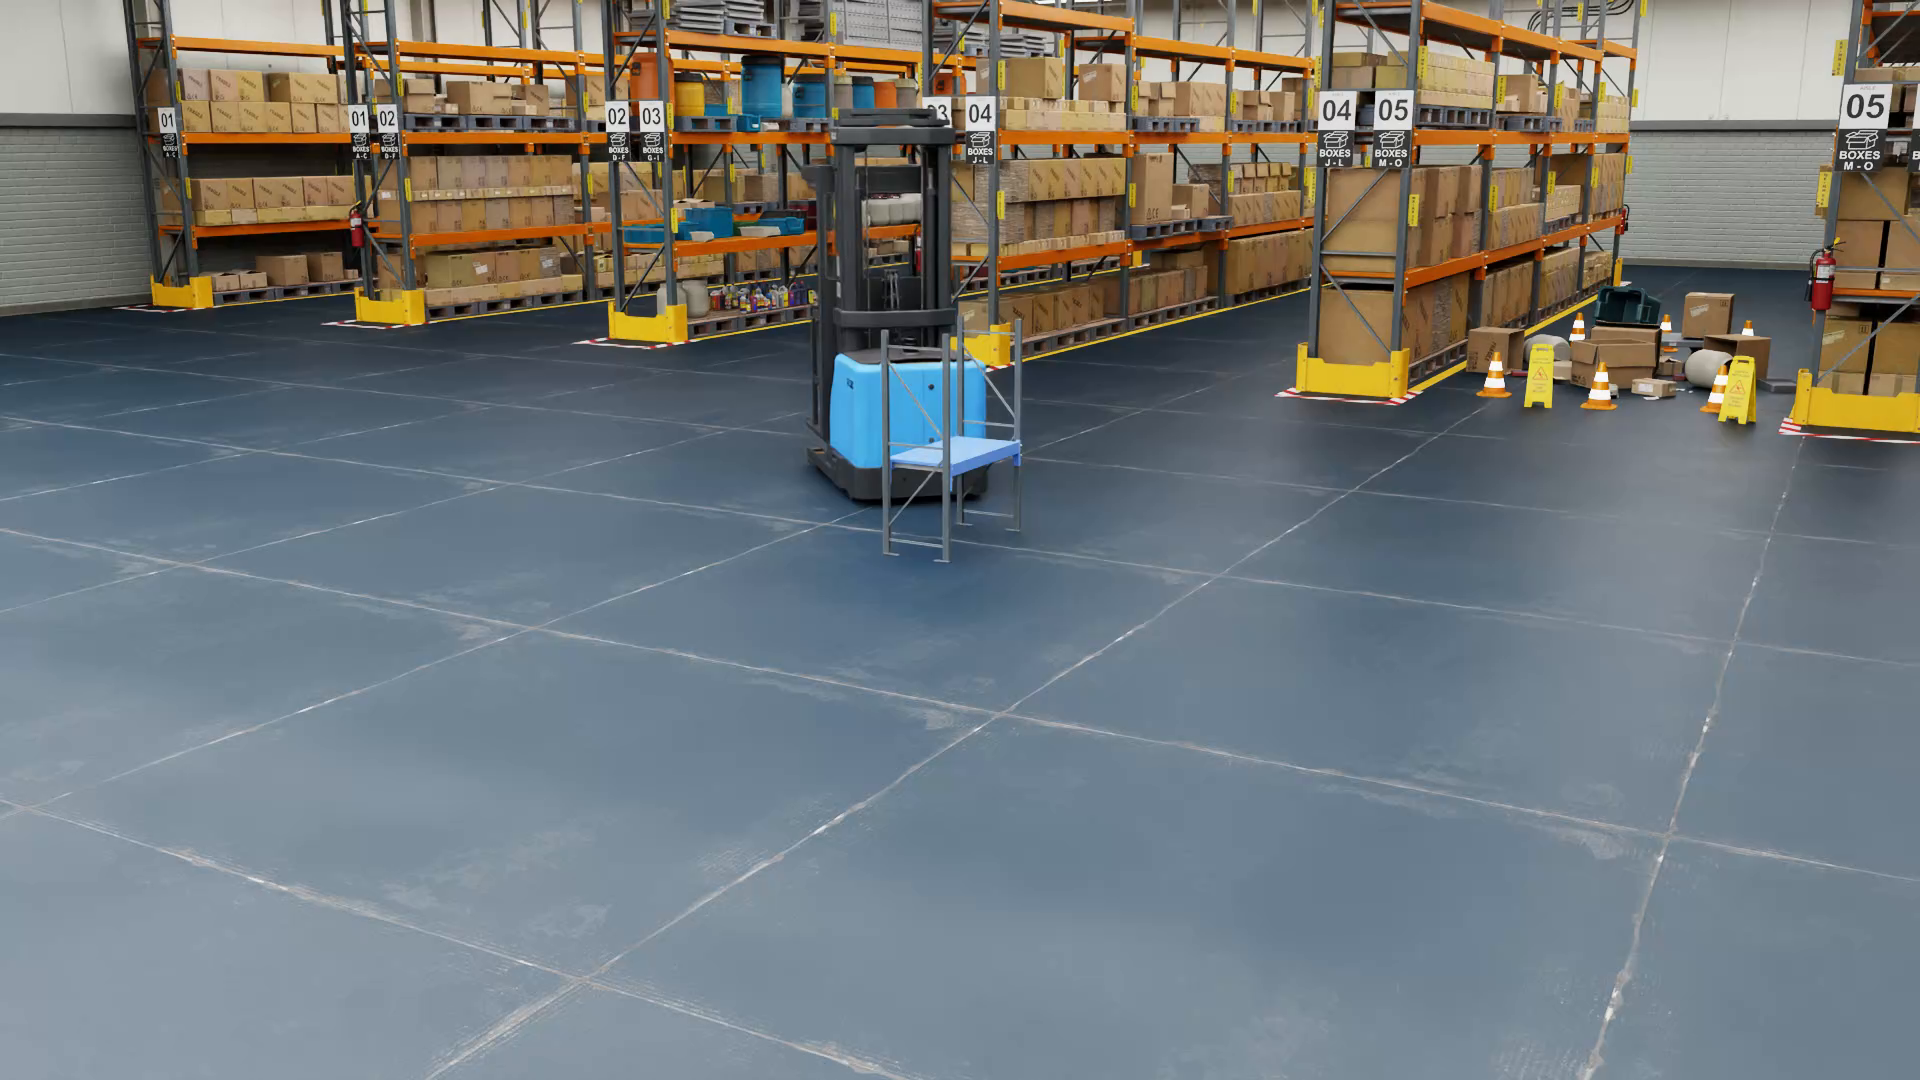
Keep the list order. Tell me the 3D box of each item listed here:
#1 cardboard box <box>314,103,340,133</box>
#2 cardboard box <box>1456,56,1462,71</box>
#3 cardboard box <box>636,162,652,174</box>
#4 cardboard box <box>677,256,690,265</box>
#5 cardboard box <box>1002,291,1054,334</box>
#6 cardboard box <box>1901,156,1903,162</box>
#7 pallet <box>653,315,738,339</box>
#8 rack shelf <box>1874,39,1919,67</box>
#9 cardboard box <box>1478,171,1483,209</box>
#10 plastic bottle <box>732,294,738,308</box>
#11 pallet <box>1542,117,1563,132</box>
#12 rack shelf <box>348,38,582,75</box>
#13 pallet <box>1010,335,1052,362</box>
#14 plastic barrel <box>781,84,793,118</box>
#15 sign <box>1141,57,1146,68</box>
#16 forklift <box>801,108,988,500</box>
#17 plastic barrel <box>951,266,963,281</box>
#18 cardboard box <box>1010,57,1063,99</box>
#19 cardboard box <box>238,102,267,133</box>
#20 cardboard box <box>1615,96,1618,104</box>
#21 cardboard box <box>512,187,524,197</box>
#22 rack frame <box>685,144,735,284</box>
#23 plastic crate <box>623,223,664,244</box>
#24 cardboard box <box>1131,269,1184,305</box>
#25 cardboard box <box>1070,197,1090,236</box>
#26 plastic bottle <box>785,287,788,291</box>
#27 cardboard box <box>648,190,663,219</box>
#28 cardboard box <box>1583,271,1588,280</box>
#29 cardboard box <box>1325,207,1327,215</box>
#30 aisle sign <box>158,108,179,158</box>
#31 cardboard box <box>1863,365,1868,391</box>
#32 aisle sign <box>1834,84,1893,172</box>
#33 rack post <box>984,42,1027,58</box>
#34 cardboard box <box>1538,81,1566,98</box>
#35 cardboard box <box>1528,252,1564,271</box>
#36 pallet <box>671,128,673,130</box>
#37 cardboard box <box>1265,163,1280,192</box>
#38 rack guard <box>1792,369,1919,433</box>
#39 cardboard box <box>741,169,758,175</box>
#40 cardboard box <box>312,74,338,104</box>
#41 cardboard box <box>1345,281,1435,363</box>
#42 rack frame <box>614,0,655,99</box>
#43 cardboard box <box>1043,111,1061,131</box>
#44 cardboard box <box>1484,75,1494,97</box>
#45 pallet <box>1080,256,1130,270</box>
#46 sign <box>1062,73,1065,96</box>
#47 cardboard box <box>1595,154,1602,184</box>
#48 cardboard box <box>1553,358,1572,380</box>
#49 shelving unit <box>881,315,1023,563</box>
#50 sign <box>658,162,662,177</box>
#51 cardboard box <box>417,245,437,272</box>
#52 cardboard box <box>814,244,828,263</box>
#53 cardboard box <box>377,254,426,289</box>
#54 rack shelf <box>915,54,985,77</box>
[{"bbox_3d":[-11.347,-7.456,29.402,0.500,0.500,0.500,6,15,23],"label":"cardboard box"},{"bbox_3d":[5.483,-5.408,18.891,0.380,0.149,0.250,8,16,29],"label":"cardboard box"},{"bbox_3d":[-7.198,-8.257,36.892,0.500,0.250,0.500,8,16,29],"label":"cardboard box"},{"bbox_3d":[-5.321,-5.227,30.590,0.500,0.311,0.500,7,15,28],"label":"cardboard box"},{"bbox_3d":[0.906,-3.037,22.167,0.500,0.500,0.500,9,16,33],"label":"cardboard box"},{"bbox_3d":[14.977,-5.948,26.073,0.380,0.149,0.250,8,16,29],"label":"cardboard box"},{"bbox_3d":[-3.932,-3.061,23.781,1.003,0.211,1.213,7,15,28],"label":"pallet"},{"bbox_3d":[13.520,-6.970,23.632,1.077,0.370,4.000,7,15,28],"label":"rack shelf"},{"bbox_3d":[6.472,-4.544,21.634,0.700,0.500,0.500,7,15,27],"label":"cardboard box"},{"bbox_3d":[-3.404,-3.617,25.167,0.097,0.201,0.097,0,14,0],"label":"plastic bottle"},{"bbox_3d":[7.906,-5.956,23.839,1.213,0.211,1.003,8,16,31],"label":"pallet"},{"bbox_3d":[-7.692,-7.574,26.139,1.077,0.370,4.000,7,15,28],"label":"rack shelf"},{"bbox_3d":[0.471,-2.491,21.417,1.003,0.211,1.213,7,15,28],"label":"pallet"},{"bbox_3d":[-2.771,-6.701,25.394,0.421,0.512,0.421,0,14,0],"label":"plastic barrel"},{"bbox_3d":[3.899,-10.213,35.384,0.100,0.325,0.005,7,15,28],"label":"sign"},{"bbox_3d":[-0.674,-2.027,13.687,1.130,2.935,3.031,-4,14,-15],"label":"forklift"},{"bbox_3d":[-0.236,-5.123,30.116,0.600,0.830,0.708,7,15,28],"label":"plastic barrel"},{"bbox_3d":[0.965,-5.837,21.030,0.500,0.500,0.500,7,15,28],"label":"cardboard box"},{"bbox_3d":[-12.079,-7.122,28.020,0.500,0.500,0.500,8,16,31],"label":"cardboard box"},{"bbox_3d":[11.488,-7.830,29.614,0.380,0.149,0.250,8,16,29],"label":"cardboard box"},{"bbox_3d":[-7.285,-5.636,26.914,0.380,0.149,0.250,8,16,30],"label":"cardboard box"},{"bbox_3d":[-4.792,-6.433,31.817,1.000,3.000,0.127,7,15,28],"label":"rack frame"},{"bbox_3d":[-4.345,-4.294,23.262,0.499,0.251,0.616,7,15,28],"label":"plastic crate"},{"bbox_3d":[3.047,-3.937,25.857,0.700,0.500,0.500,9,16,33],"label":"cardboard box"},{"bbox_3d":[1.247,-4.385,22.472,0.875,0.500,0.500,7,15,28],"label":"cardboard box"},{"bbox_3d":[-2.685,-3.748,25.551,0.152,0.276,0.135,7,15,28],"label":"plastic bottle"},{"bbox_3d":[-5.589,-6.136,30.370,0.500,0.500,0.500,6,15,25],"label":"cardboard box"},{"bbox_3d":[10.560,-4.549,28.554,0.380,0.149,0.250,8,16,31],"label":"cardboard box"},{"bbox_3d":[6.749,-6.246,31.578,0.380,0.149,0.250,7,15,27],"label":"cardboard box"},{"bbox_3d":[-12.770,-6.567,26.827,0.394,0.787,0.004,7,15,28],"label":"aisle sign"},{"bbox_3d":[9.099,-1.715,17.218,0.500,0.250,0.500,7,15,28],"label":"cardboard box"},{"bbox_3d":[8.402,-3.830,15.472,0.394,0.787,0.004,7,15,28],"label":"aisle sign"},{"bbox_3d":[0.609,-8.935,30.464,0.937,0.300,0.954,9,16,34],"label":"rack post"},{"bbox_3d":[8.946,-6.821,25.178,0.396,0.266,0.258,7,15,28],"label":"cardboard box"},{"bbox_3d":[9.212,-4.399,26.217,0.500,0.250,0.500,8,15,28],"label":"cardboard box"},{"bbox_3d":[-5.580,-7.420,29.915,1.003,0.211,1.213,8,16,31],"label":"pallet"},{"bbox_3d":[5.168,-6.395,29.307,0.797,0.503,0.637,8,15,29],"label":"cardboard box"},{"bbox_3d":[8.723,-1.346,16.051,1.175,0.500,0.348,7,15,28],"label":"rack guard"},{"bbox_3d":[-5.500,-8.675,40.476,0.980,0.700,0.700,8,16,31],"label":"cardboard box"},{"bbox_3d":[-11.326,-7.928,29.228,0.500,0.500,0.500,8,16,31],"label":"cardboard box"},{"bbox_3d":[4.997,-2.585,19.491,0.875,0.875,0.875,7,15,27],"label":"cardboard box"},{"bbox_3d":[-7.196,-10.731,36.843,1.000,3.000,0.127,7,15,28],"label":"rack frame"},{"bbox_3d":[0.957,-5.331,21.167,0.500,0.250,0.500,7,15,28],"label":"cardboard box"},{"bbox_3d":[6.224,-5.559,20.368,0.500,0.250,0.500,7,15,27],"label":"cardboard box"},{"bbox_3d":[2.977,-5.992,35.938,1.003,0.211,1.213,7,15,28],"label":"pallet"},{"bbox_3d":[1.457,-6.452,23.554,0.100,0.325,0.005,7,15,28],"label":"sign"},{"bbox_3d":[10.774,-6.400,28.700,0.500,0.500,0.500,7,15,26],"label":"cardboard box"},{"bbox_3d":[7.019,-2.016,19.330,0.396,0.266,0.258,11,17,38],"label":"cardboard box"},{"bbox_3d":[-0.041,-0.712,11.285,0.538,1.500,1.048,7,15,28],"label":"shelving unit"},{"bbox_3d":[-6.717,-8.279,37.173,0.100,0.325,0.005,7,15,28],"label":"sign"},{"bbox_3d":[-10.517,-5.436,32.077,0.700,0.500,0.500,7,15,27],"label":"cardboard box"},{"bbox_3d":[-3.092,-6.018,34.491,0.500,0.500,0.500,7,15,28],"label":"cardboard box"},{"bbox_3d":[-8.660,-4.168,25.791,0.500,0.500,0.500,7,15,28],"label":"cardboard box"},{"bbox_3d":[0.509,-8.654,30.616,1.077,0.370,4.000,7,15,28],"label":"rack shelf"}]
